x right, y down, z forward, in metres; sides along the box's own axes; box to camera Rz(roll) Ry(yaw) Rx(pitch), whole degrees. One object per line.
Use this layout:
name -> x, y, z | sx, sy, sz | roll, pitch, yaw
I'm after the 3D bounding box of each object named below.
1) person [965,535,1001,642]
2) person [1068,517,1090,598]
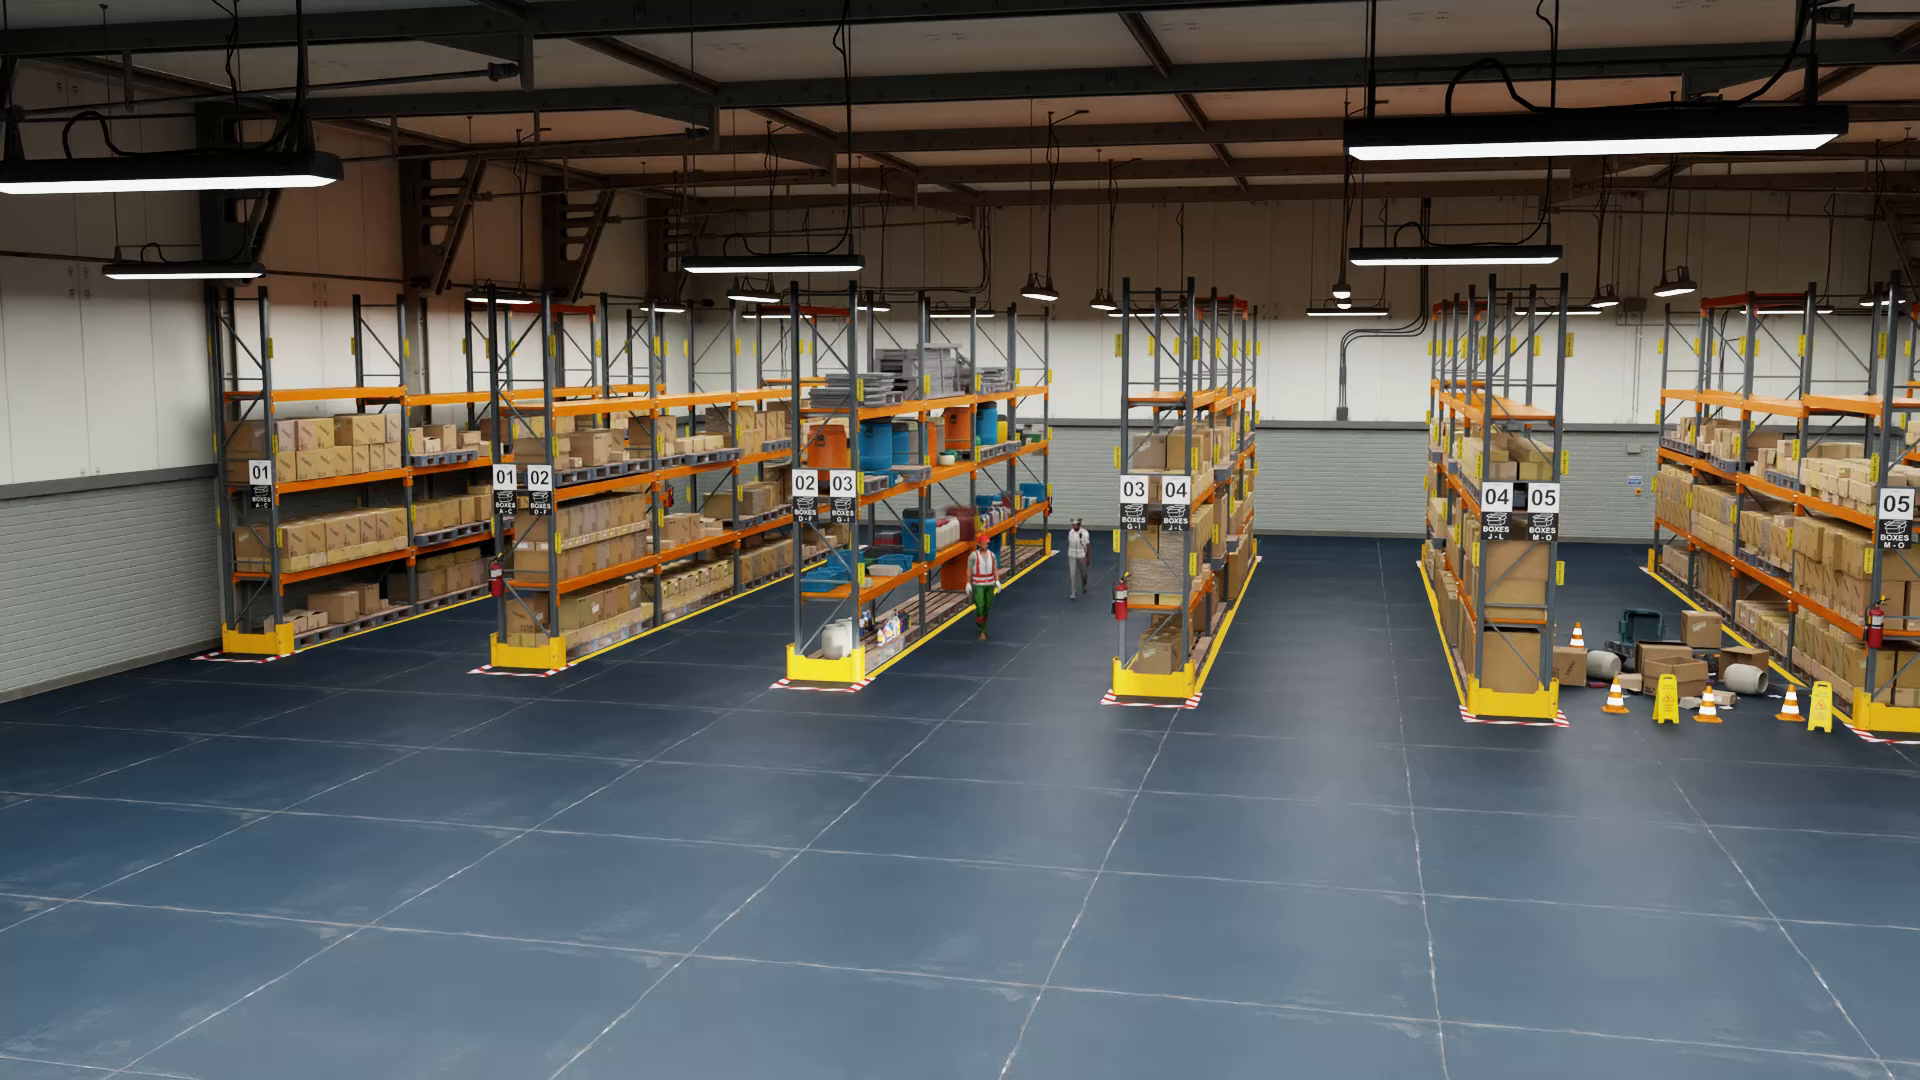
person -> 0.438, 0.812, 28.851 | 0.561, 1.804, 0.721 | -3, 7, -27
person -> 2.409, 0.330, 33.542 | 0.456, 1.626, 0.863 | 1, 7, 10
